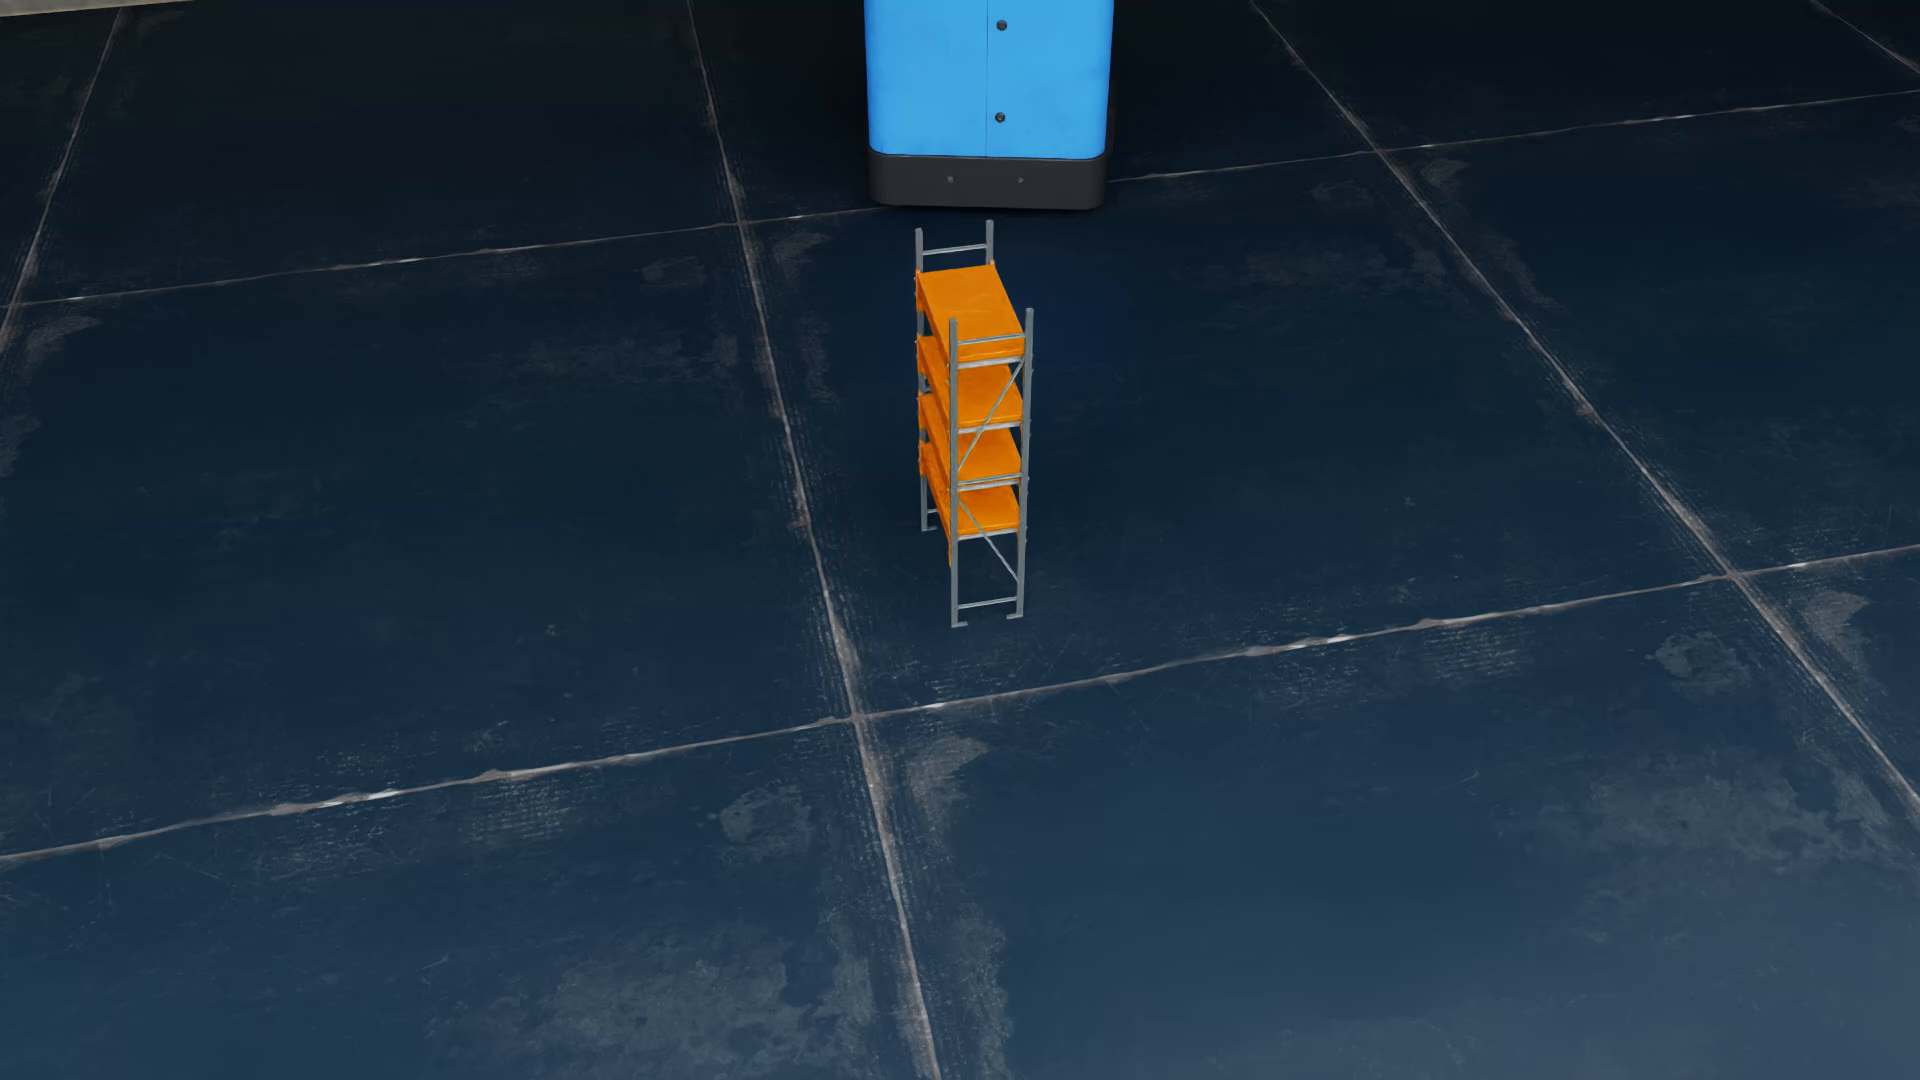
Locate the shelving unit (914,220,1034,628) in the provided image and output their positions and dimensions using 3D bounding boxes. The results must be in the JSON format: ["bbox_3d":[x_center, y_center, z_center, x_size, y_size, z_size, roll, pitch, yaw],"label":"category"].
[{"bbox_3d":[0.036,-0.341,5.231,0.258,1.200,0.503,-8,42,-9],"label":"shelving unit"}]

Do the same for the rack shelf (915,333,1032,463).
[{"bbox_3d":[0.036,-0.458,5.127,0.258,0.148,0.480,-8,42,-9],"label":"rack shelf"}]

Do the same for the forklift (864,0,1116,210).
[{"bbox_3d":[0.190,-3.503,7.488,1.130,2.935,3.031,2,42,2],"label":"forklift"}]

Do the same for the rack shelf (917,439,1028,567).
[{"bbox_3d":[0.036,-0.143,5.407,0.258,0.148,0.480,-8,42,-9],"label":"rack shelf"}]

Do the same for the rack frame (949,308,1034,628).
[{"bbox_3d":[0.088,-0.183,5.053,0.240,1.200,0.015,-8,42,-9],"label":"rack frame"}]

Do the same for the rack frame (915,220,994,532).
[{"bbox_3d":[-0.017,-0.500,5.409,0.240,1.200,0.015,-8,42,-9],"label":"rack frame"}]

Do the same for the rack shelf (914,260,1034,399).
[{"bbox_3d":[0.036,-0.635,4.970,0.258,0.148,0.480,-8,42,-9],"label":"rack shelf"}]

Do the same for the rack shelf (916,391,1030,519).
[{"bbox_3d":[0.036,-0.291,5.275,0.258,0.148,0.480,-8,42,-9],"label":"rack shelf"}]
